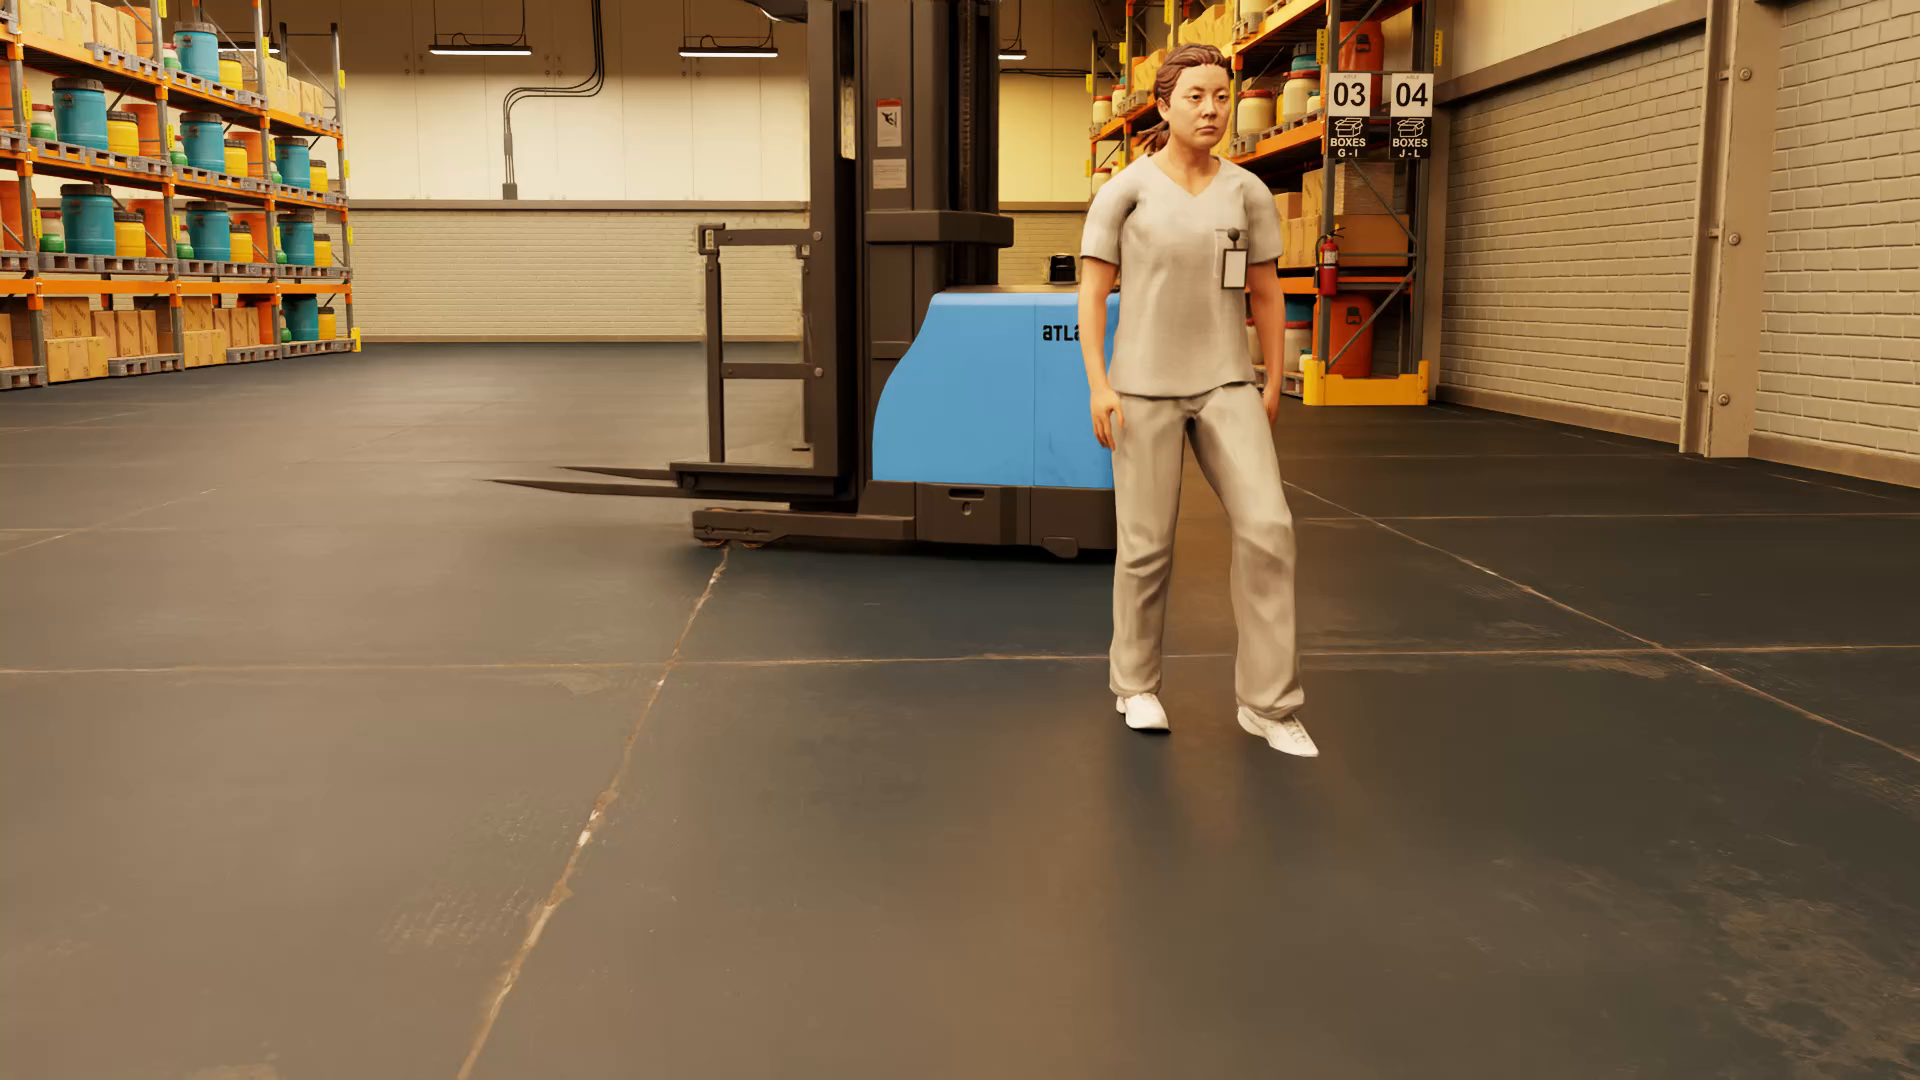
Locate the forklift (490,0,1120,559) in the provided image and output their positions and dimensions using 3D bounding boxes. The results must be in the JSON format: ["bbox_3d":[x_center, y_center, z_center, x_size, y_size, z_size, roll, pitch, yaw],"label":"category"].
[{"bbox_3d":[-0.625,-1.481,7.304,3.031,2.935,1.130,3,9,19],"label":"forklift"}]

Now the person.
[{"bbox_3d":[0.560,-0.317,3.991,0.550,1.707,0.554,-1,9,-7],"label":"person"}]
